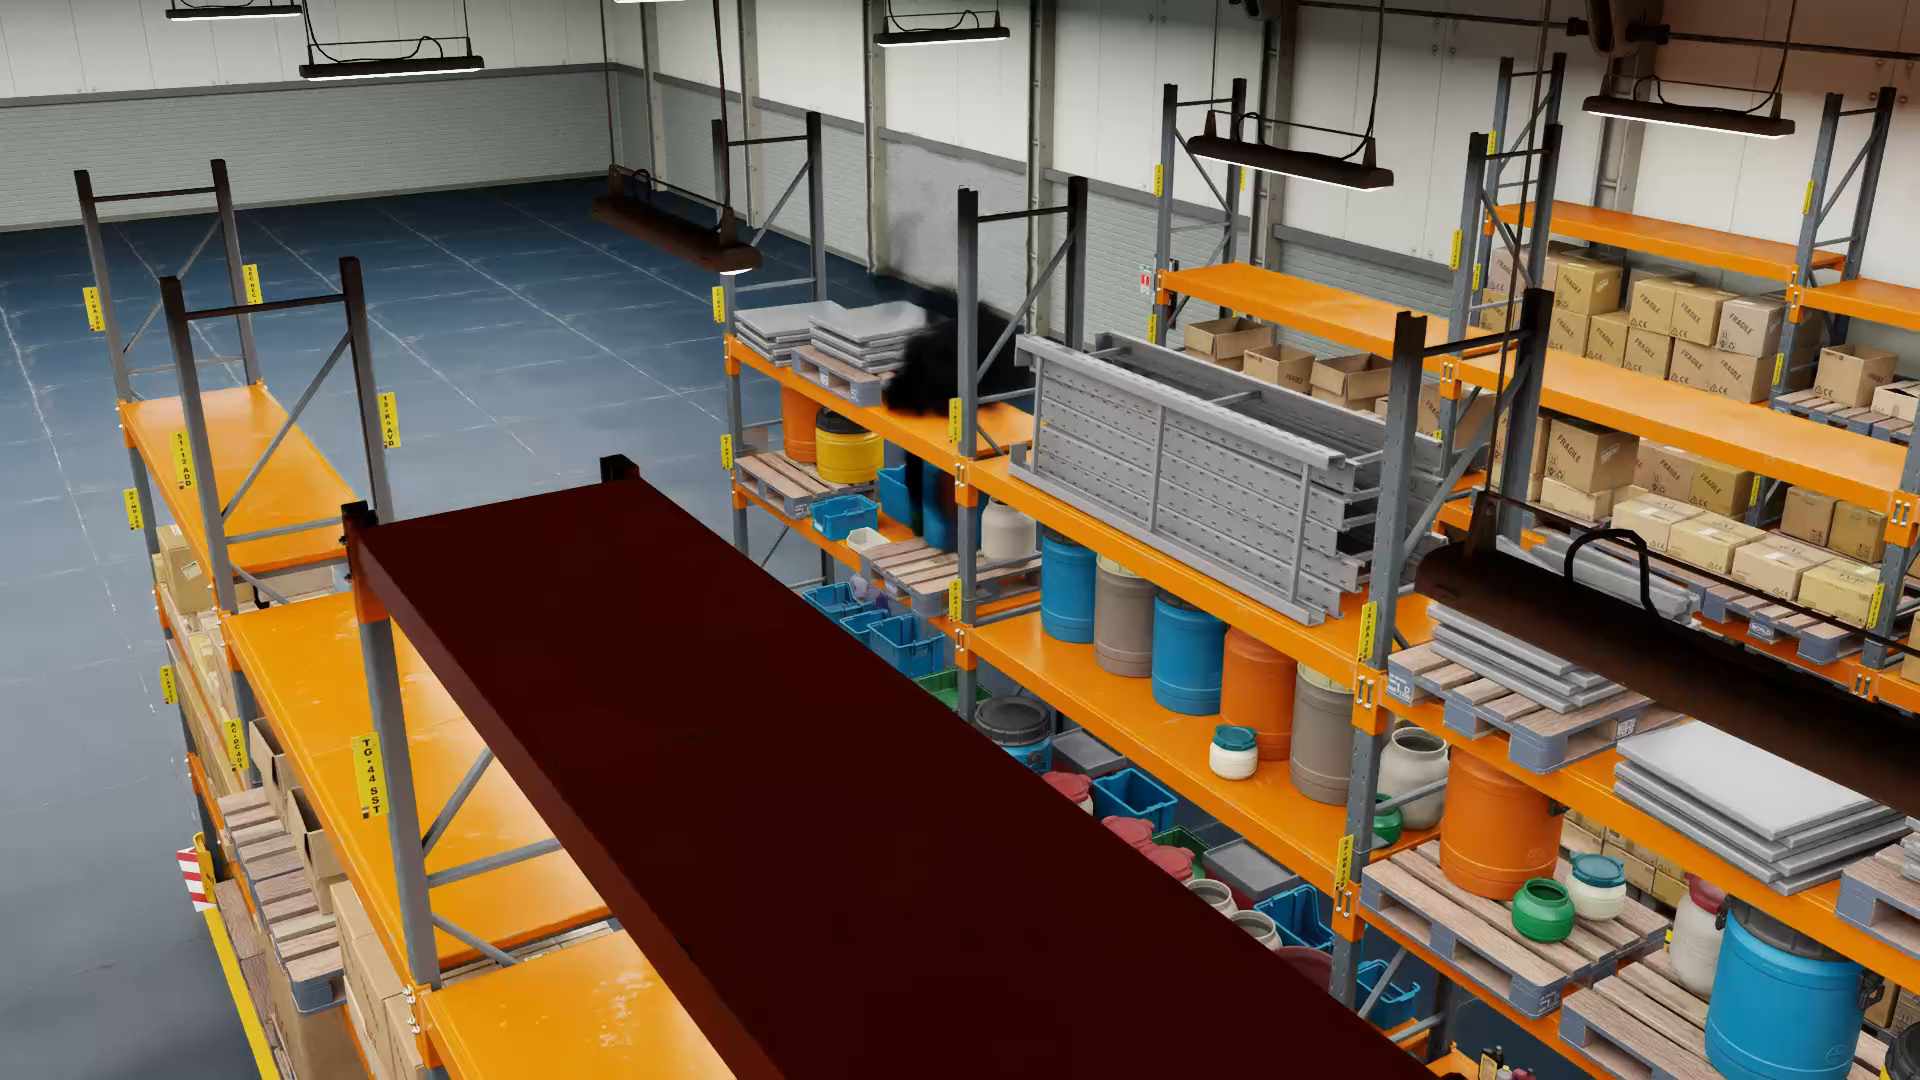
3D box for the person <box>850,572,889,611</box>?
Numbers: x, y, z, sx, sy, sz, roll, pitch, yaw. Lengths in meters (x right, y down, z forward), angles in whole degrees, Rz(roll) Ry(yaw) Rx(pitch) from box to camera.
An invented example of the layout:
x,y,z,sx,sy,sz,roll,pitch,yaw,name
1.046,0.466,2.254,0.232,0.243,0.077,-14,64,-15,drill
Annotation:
x,y,z,sx,sy,sz,roll,pitch,yaw,name
-1.013,0.727,17.469,0.539,1.576,0.637,10,24,23,person
